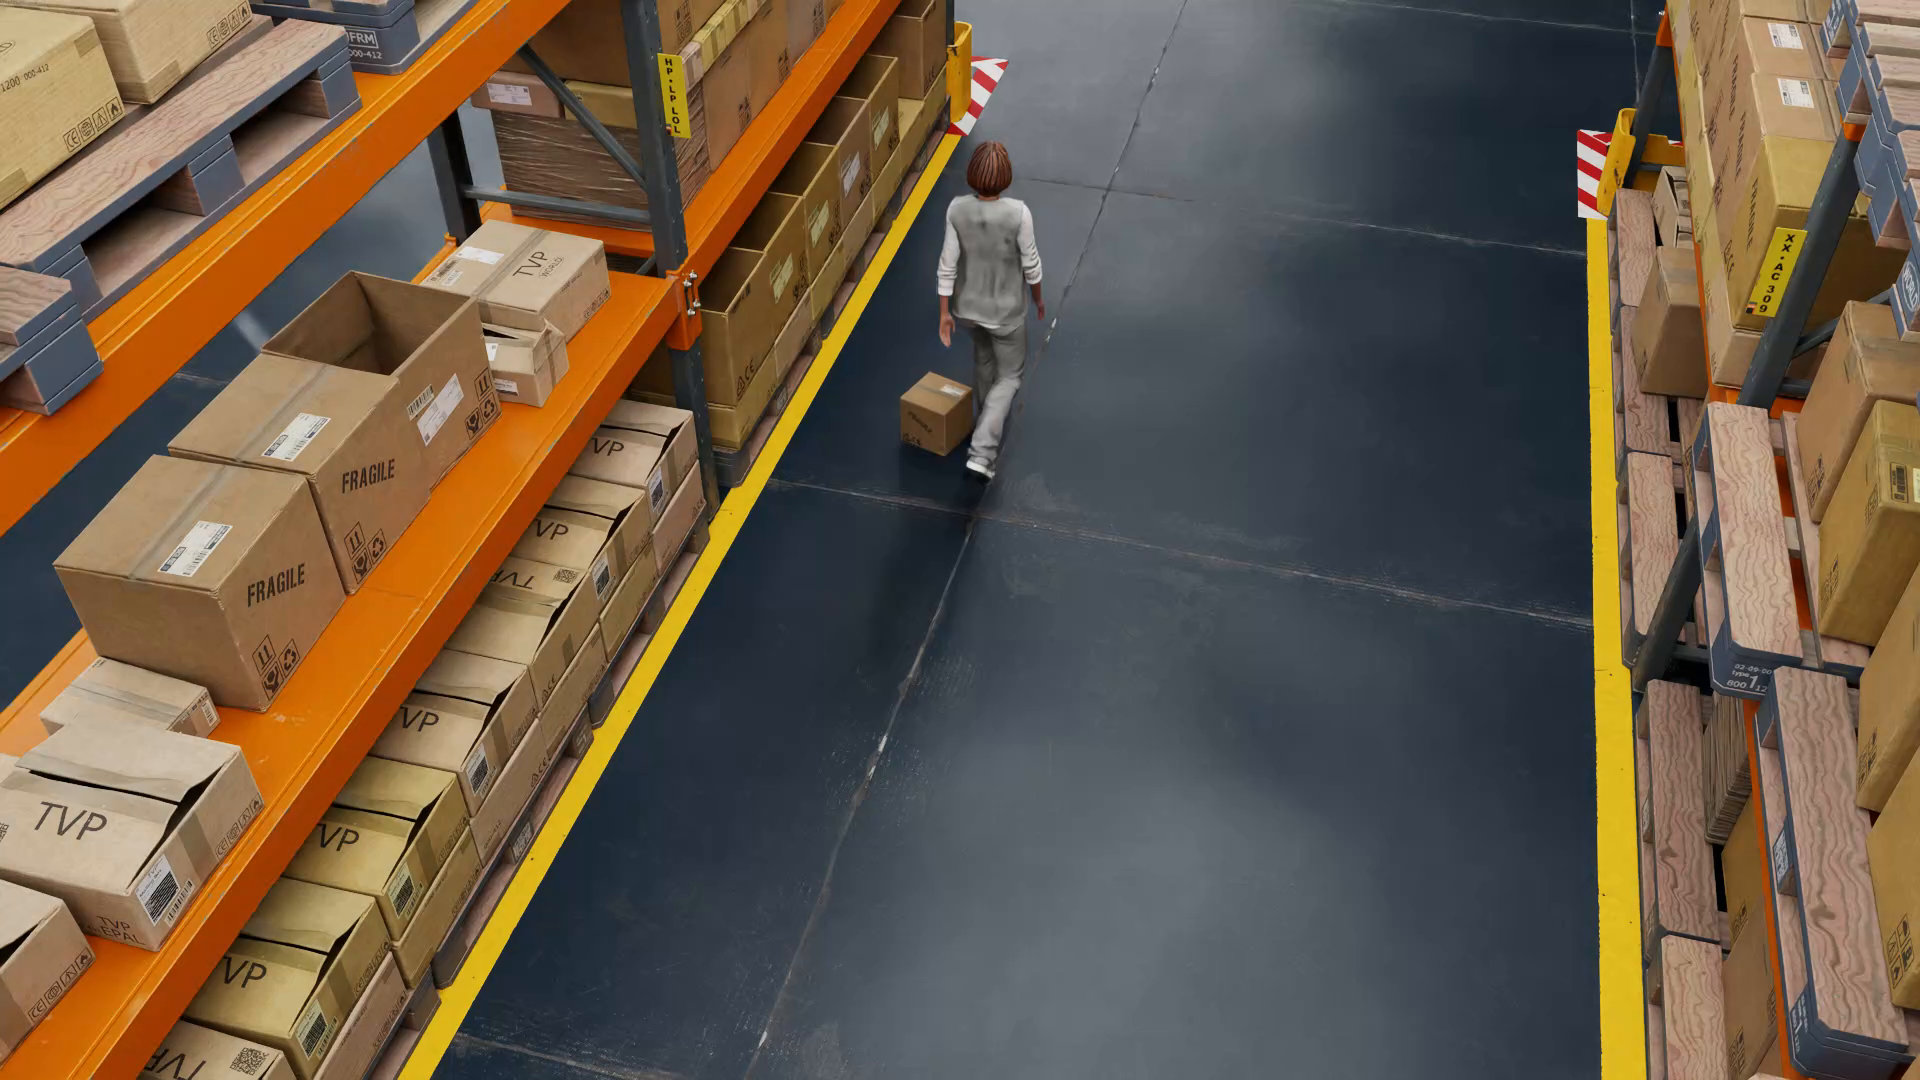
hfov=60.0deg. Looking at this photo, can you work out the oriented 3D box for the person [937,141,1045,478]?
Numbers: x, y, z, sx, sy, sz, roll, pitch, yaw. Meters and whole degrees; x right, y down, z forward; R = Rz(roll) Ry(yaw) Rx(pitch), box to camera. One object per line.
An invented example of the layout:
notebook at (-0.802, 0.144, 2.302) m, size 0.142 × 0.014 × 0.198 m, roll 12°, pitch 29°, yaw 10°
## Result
person at (0.119, -0.998, 7.277) m, size 0.433 × 1.560 × 0.837 m, roll 12°, pitch 43°, yaw 13°
